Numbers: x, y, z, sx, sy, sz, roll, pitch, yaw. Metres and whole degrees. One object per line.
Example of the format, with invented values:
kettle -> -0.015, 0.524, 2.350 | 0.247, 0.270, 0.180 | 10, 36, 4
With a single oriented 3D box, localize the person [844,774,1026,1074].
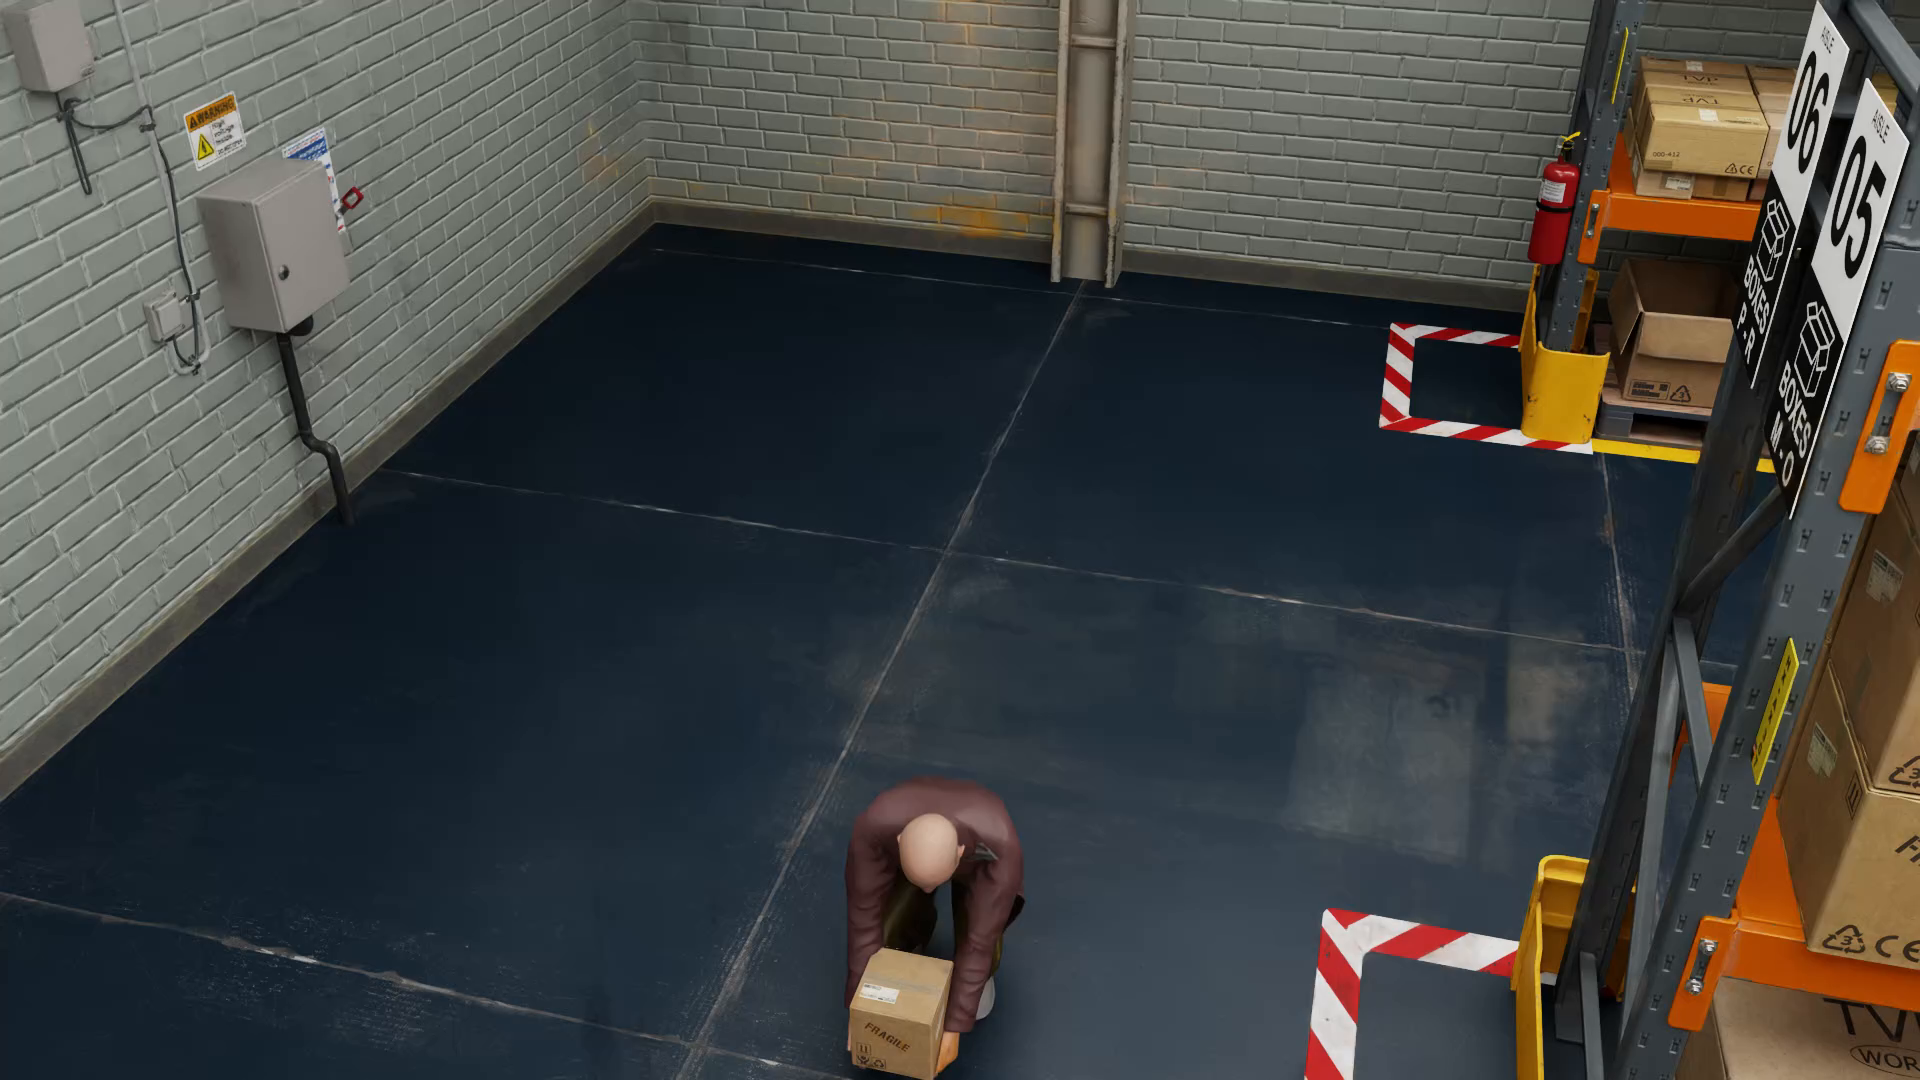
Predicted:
person -> -0.083, 1.088, 5.168 | 0.584, 1.001, 0.917 | 7, 33, 12
